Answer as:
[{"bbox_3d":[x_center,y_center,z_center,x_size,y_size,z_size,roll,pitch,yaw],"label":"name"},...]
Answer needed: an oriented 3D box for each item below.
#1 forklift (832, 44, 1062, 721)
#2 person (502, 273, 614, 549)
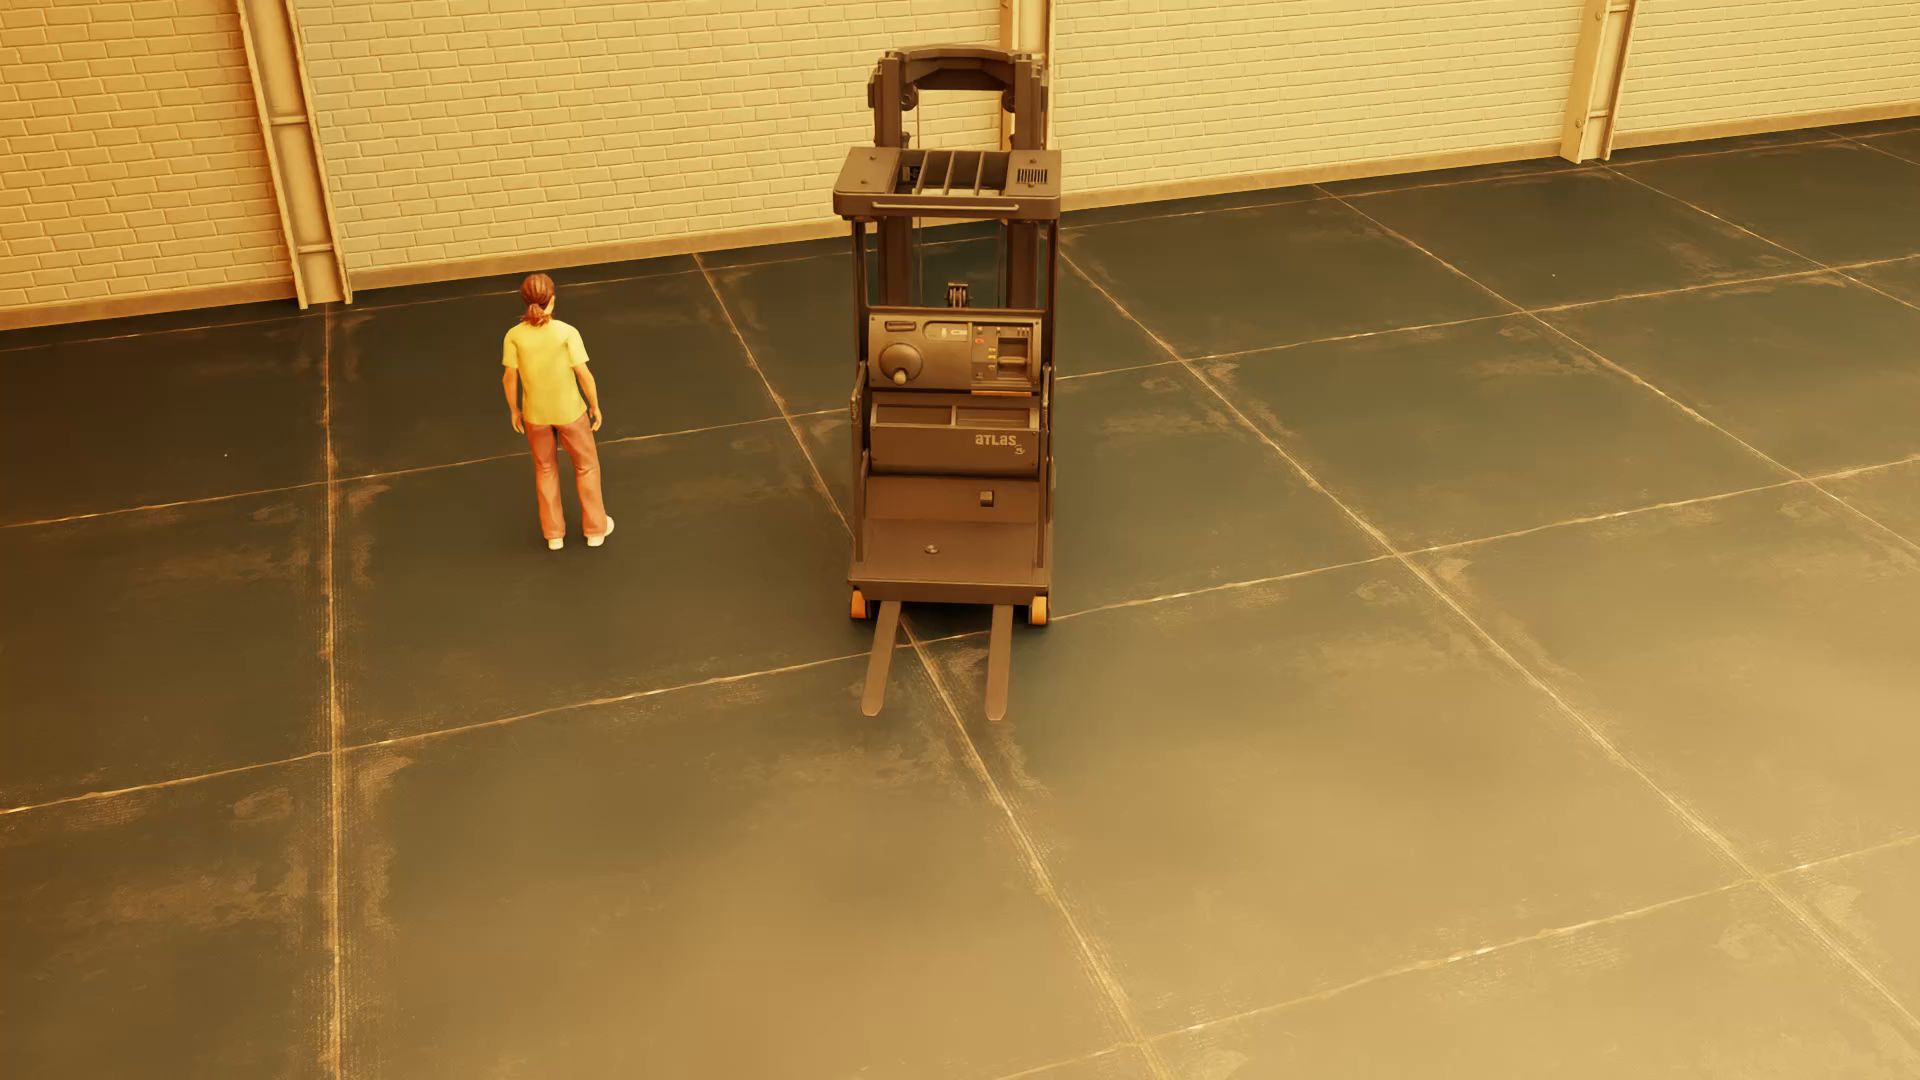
[{"bbox_3d":[-0.039,-0.967,8.767,1.130,2.935,3.031,2,30,3],"label":"forklift"},{"bbox_3d":[-2.337,-0.732,9.622,0.517,1.671,0.370,-1,30,-2],"label":"person"}]
